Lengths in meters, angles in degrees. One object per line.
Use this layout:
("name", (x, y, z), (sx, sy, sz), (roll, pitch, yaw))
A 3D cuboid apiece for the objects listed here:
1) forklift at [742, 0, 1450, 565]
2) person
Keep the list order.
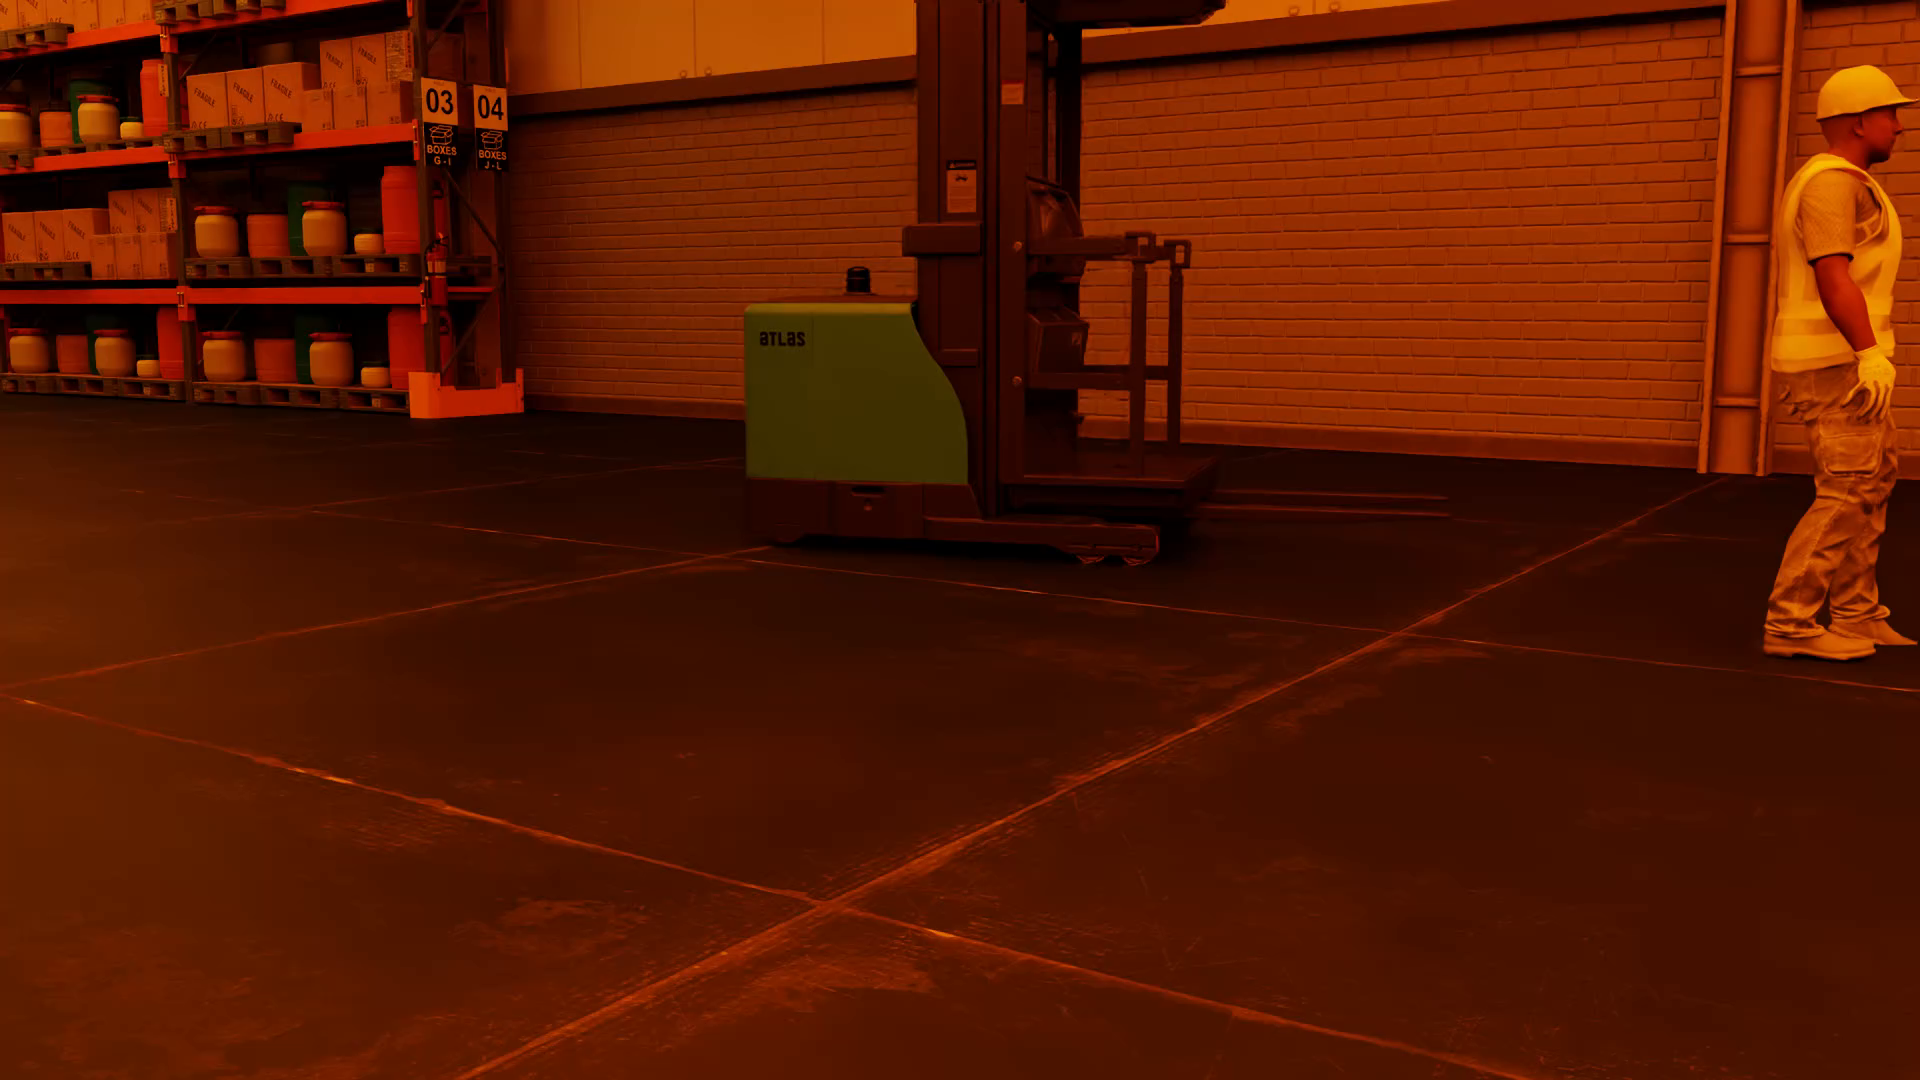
("forklift", (0.608, -1.429, 7.245), (3.031, 2.935, 1.130), (2, 8, 16))
("person", (2.742, -0.505, 5.038), (0.523, 1.816, 0.645), (3, 9, 21))
